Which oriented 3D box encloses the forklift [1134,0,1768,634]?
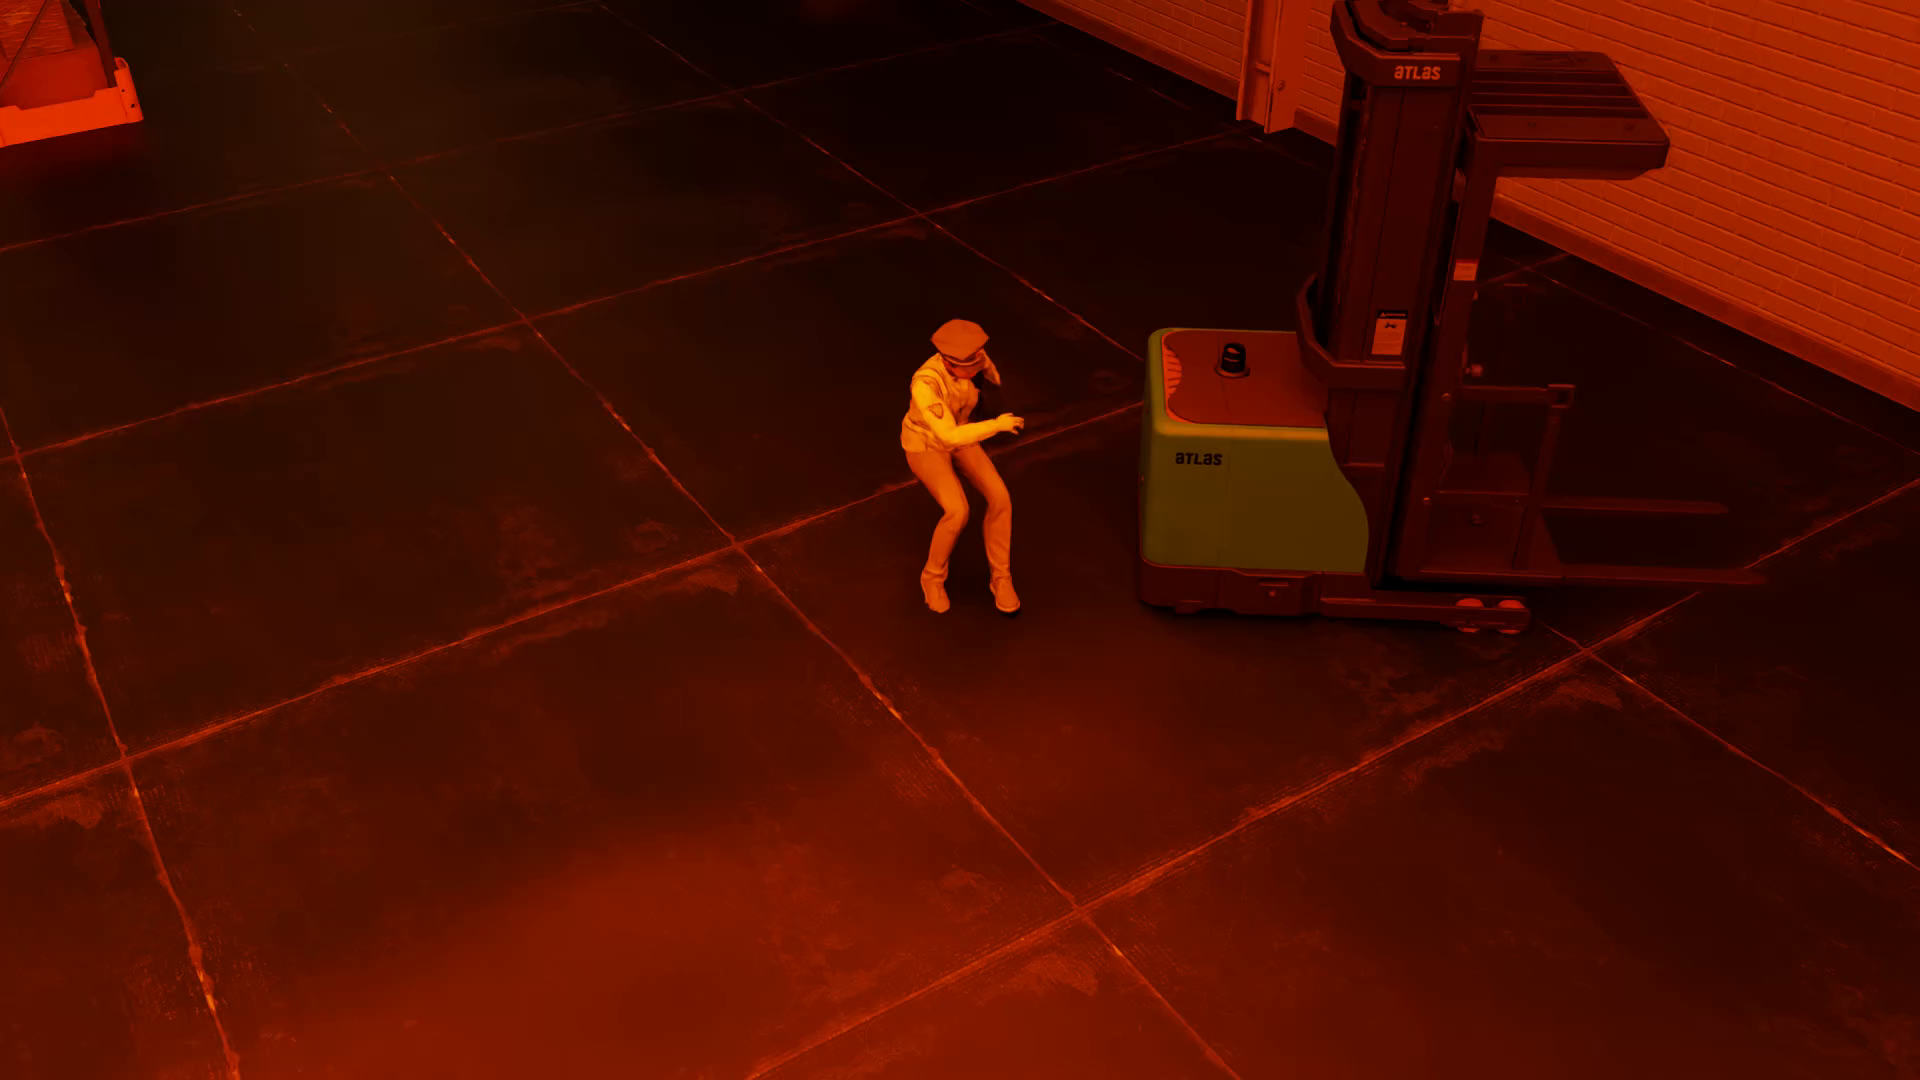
[{"bbox_3d":[2.413,-1.062,7.659,3.031,2.935,1.130,2,35,3],"label":"forklift"}]

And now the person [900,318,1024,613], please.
[{"bbox_3d":[0.131,-0.436,8.179,0.993,1.416,0.900,-29,44,-35],"label":"person"}]
